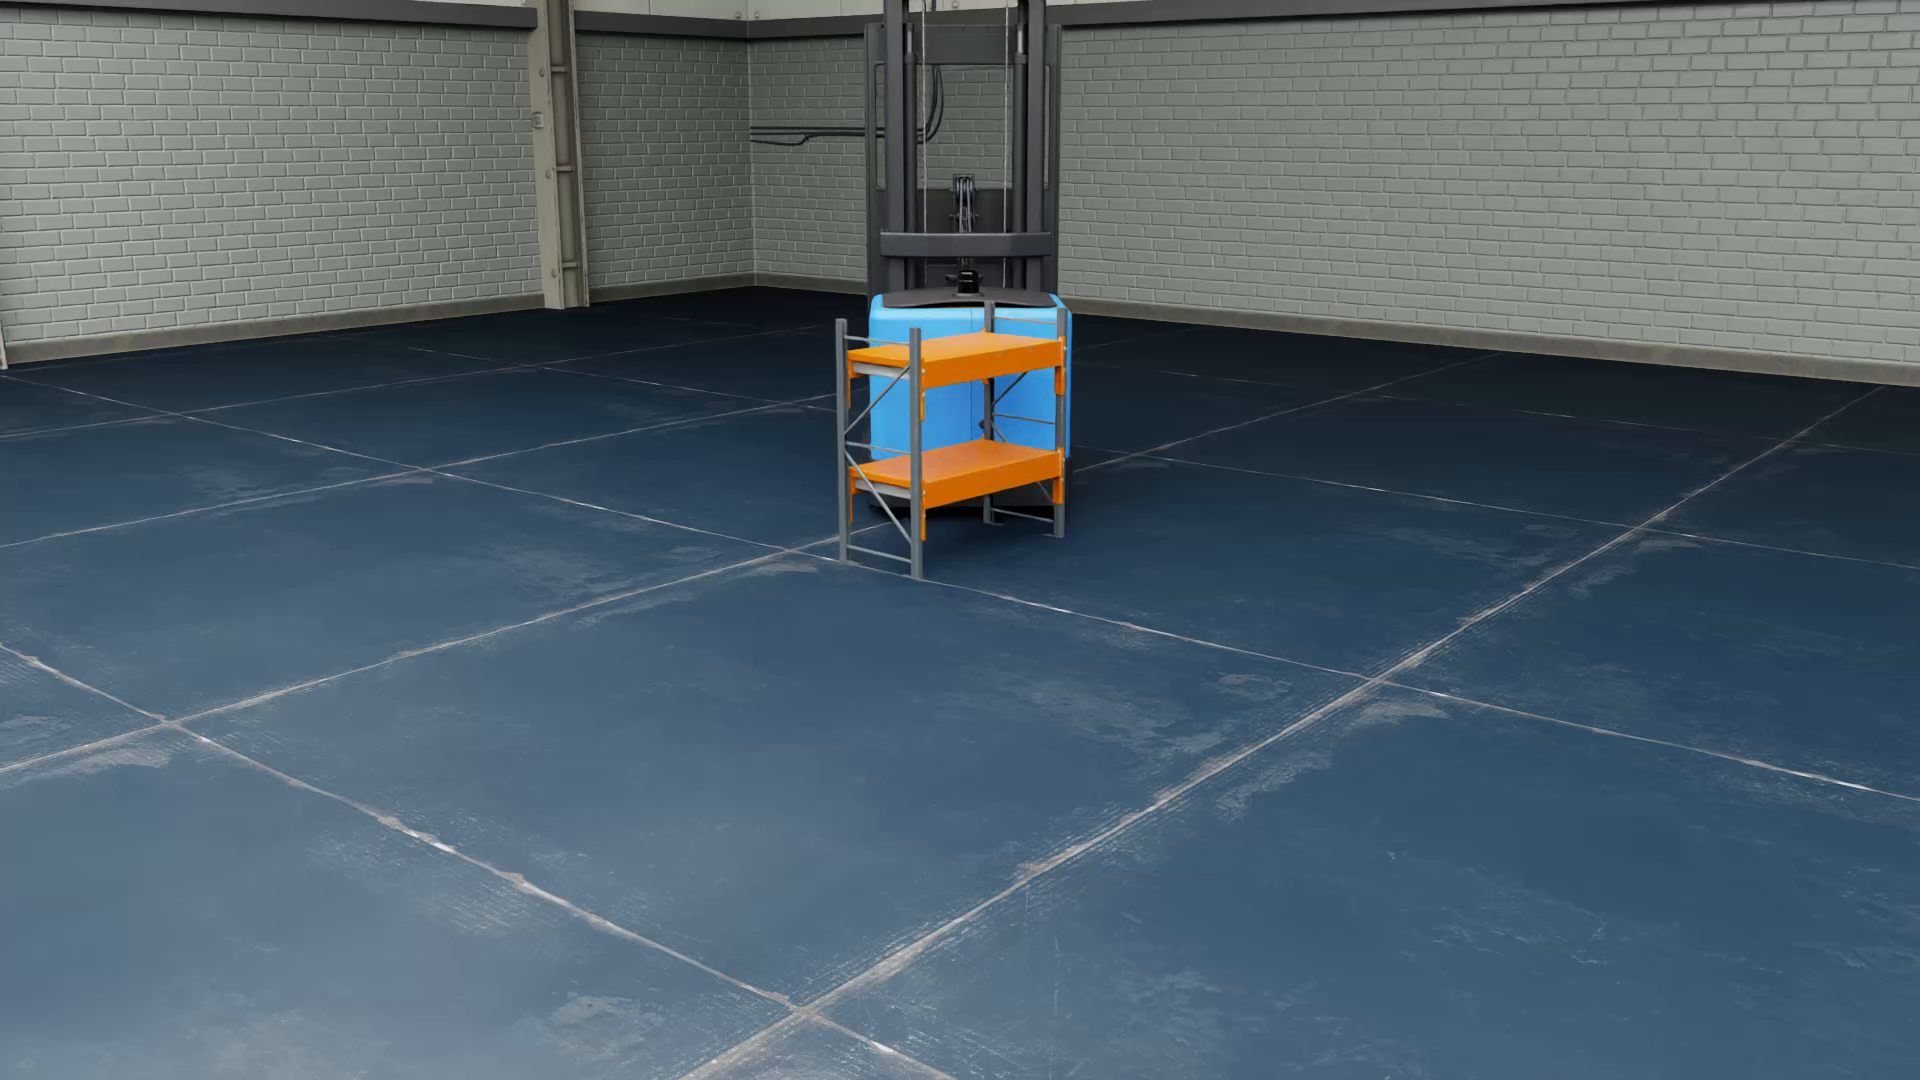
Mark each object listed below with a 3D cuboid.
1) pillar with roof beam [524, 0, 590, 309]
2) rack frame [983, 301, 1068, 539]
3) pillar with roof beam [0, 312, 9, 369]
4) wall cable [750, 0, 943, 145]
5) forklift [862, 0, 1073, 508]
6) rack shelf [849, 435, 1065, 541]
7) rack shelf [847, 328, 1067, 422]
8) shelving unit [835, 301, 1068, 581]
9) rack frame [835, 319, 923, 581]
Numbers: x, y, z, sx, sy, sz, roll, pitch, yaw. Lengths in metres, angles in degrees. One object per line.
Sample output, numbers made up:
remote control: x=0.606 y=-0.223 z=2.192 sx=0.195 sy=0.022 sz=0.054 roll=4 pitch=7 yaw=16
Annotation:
pillar with roof beam: x=-0.940 y=-6.237 z=14.398 sx=9.100 sy=9.000 sz=0.400 roll=11 pitch=18 yaw=38
rack frame: x=0.316 y=-0.592 z=8.170 sx=0.500 sy=1.125 sz=0.032 roll=12 pitch=19 yaw=40
pillar with roof beam: x=-4.711 y=-5.088 z=9.874 sx=9.100 sy=9.000 sz=0.400 roll=11 pitch=18 yaw=38
wall cable: x=-1.408 y=-5.758 z=18.818 sx=3.097 sy=2.526 sz=0.112 roll=11 pitch=18 yaw=38
forklift: x=0.005 y=-1.892 z=9.617 sx=1.130 sy=2.935 sz=3.031 roll=-1 pitch=14 yaw=-2
rack shelf: x=-0.023 y=-0.262 z=7.863 sx=0.538 sy=0.278 sz=1.000 roll=12 pitch=19 yaw=40
rack shelf: x=-0.023 y=-0.783 z=7.731 sx=0.538 sy=0.278 sz=1.000 roll=12 pitch=19 yaw=40
shelving unit: x=-0.023 y=-0.499 z=7.803 sx=0.538 sy=1.125 sz=1.048 roll=12 pitch=19 yaw=40
rack frame: x=-0.362 y=-0.406 z=7.436 sx=0.500 sy=1.125 sz=0.032 roll=12 pitch=19 yaw=40
